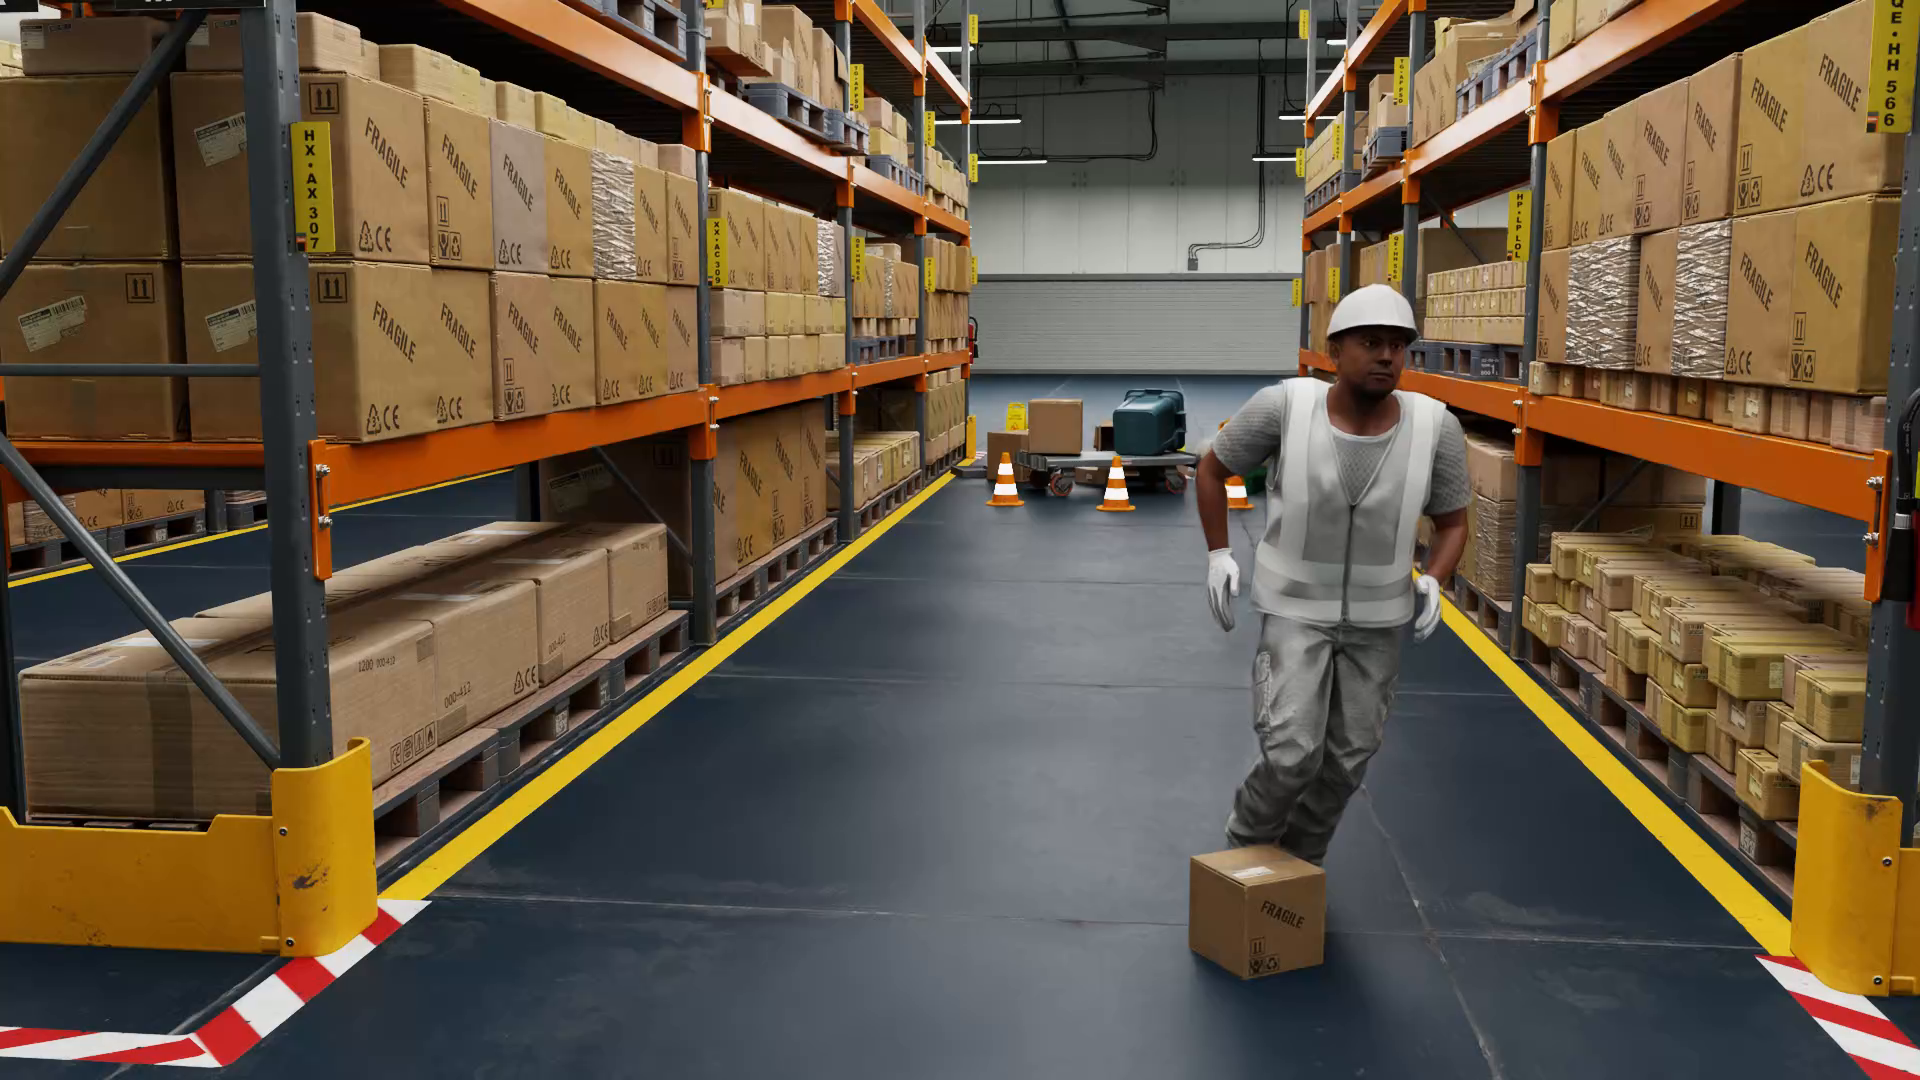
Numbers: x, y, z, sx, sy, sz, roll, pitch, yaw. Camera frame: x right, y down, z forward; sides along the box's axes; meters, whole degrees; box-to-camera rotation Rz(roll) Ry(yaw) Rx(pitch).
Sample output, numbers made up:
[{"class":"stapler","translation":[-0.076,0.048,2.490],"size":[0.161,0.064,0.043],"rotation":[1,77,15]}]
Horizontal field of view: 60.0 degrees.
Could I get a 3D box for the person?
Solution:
[{"class":"person","translation":[0.973,0.204,4.350],"size":[0.683,1.724,0.708],"rotation":[0,7,-1]}]
